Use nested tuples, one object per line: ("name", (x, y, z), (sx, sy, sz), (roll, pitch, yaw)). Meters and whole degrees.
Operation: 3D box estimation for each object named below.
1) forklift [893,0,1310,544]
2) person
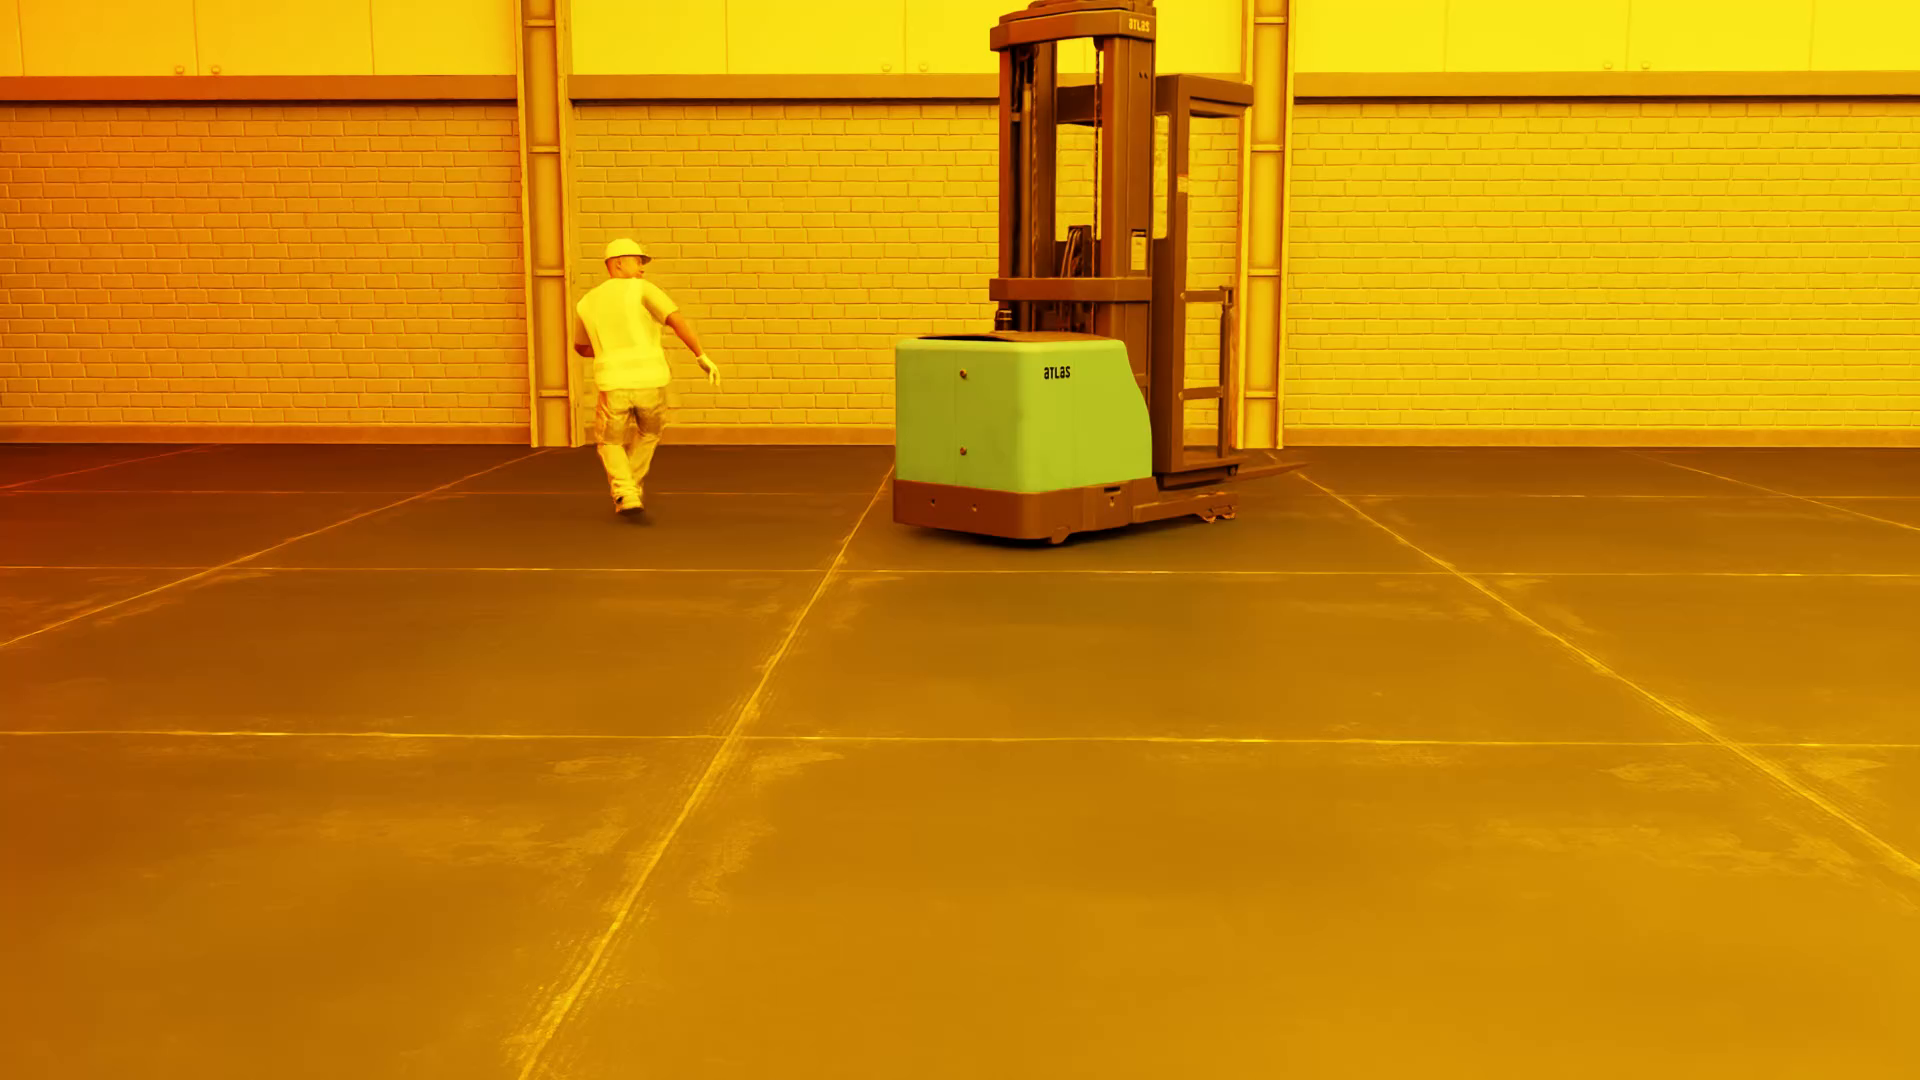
("forklift", (1.000, -1.595, 9.736), (1.130, 2.935, 3.031), (8, 12, 42))
("person", (-1.844, -0.950, 9.837), (0.905, 1.642, 0.863), (0, 9, 1))
